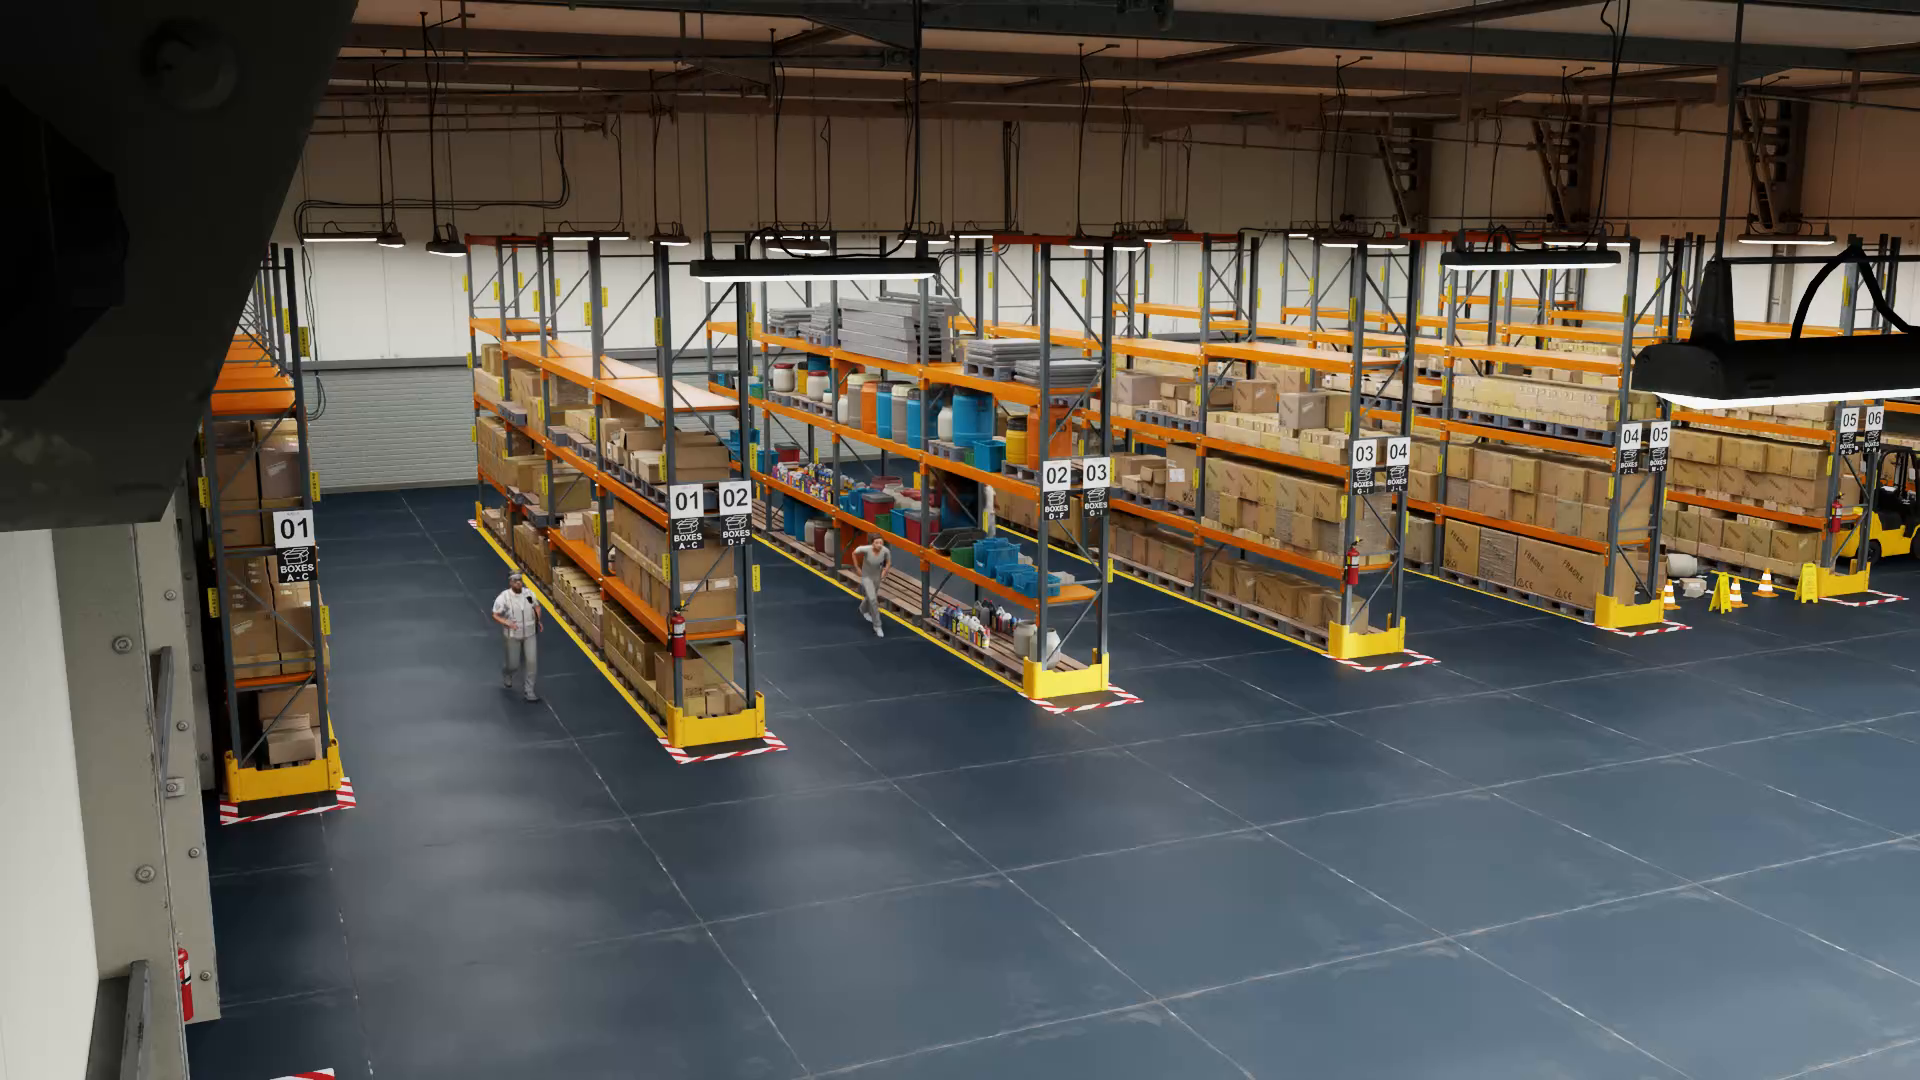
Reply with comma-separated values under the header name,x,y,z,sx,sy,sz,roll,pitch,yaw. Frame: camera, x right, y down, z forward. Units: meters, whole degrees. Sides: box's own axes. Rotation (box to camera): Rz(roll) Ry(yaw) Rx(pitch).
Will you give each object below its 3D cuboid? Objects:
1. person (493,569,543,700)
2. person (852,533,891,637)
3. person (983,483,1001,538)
name,x,y,z,sx,sy,sz,roll,pitch,yaw
person,-5.876,1.232,22.185,0.674,1.740,0.782,-7,13,-31
person,-1.394,0.633,25.791,0.604,1.625,1.001,-4,12,-18
person,0.428,-0.501,31.178,0.714,1.733,0.791,-7,13,-31
